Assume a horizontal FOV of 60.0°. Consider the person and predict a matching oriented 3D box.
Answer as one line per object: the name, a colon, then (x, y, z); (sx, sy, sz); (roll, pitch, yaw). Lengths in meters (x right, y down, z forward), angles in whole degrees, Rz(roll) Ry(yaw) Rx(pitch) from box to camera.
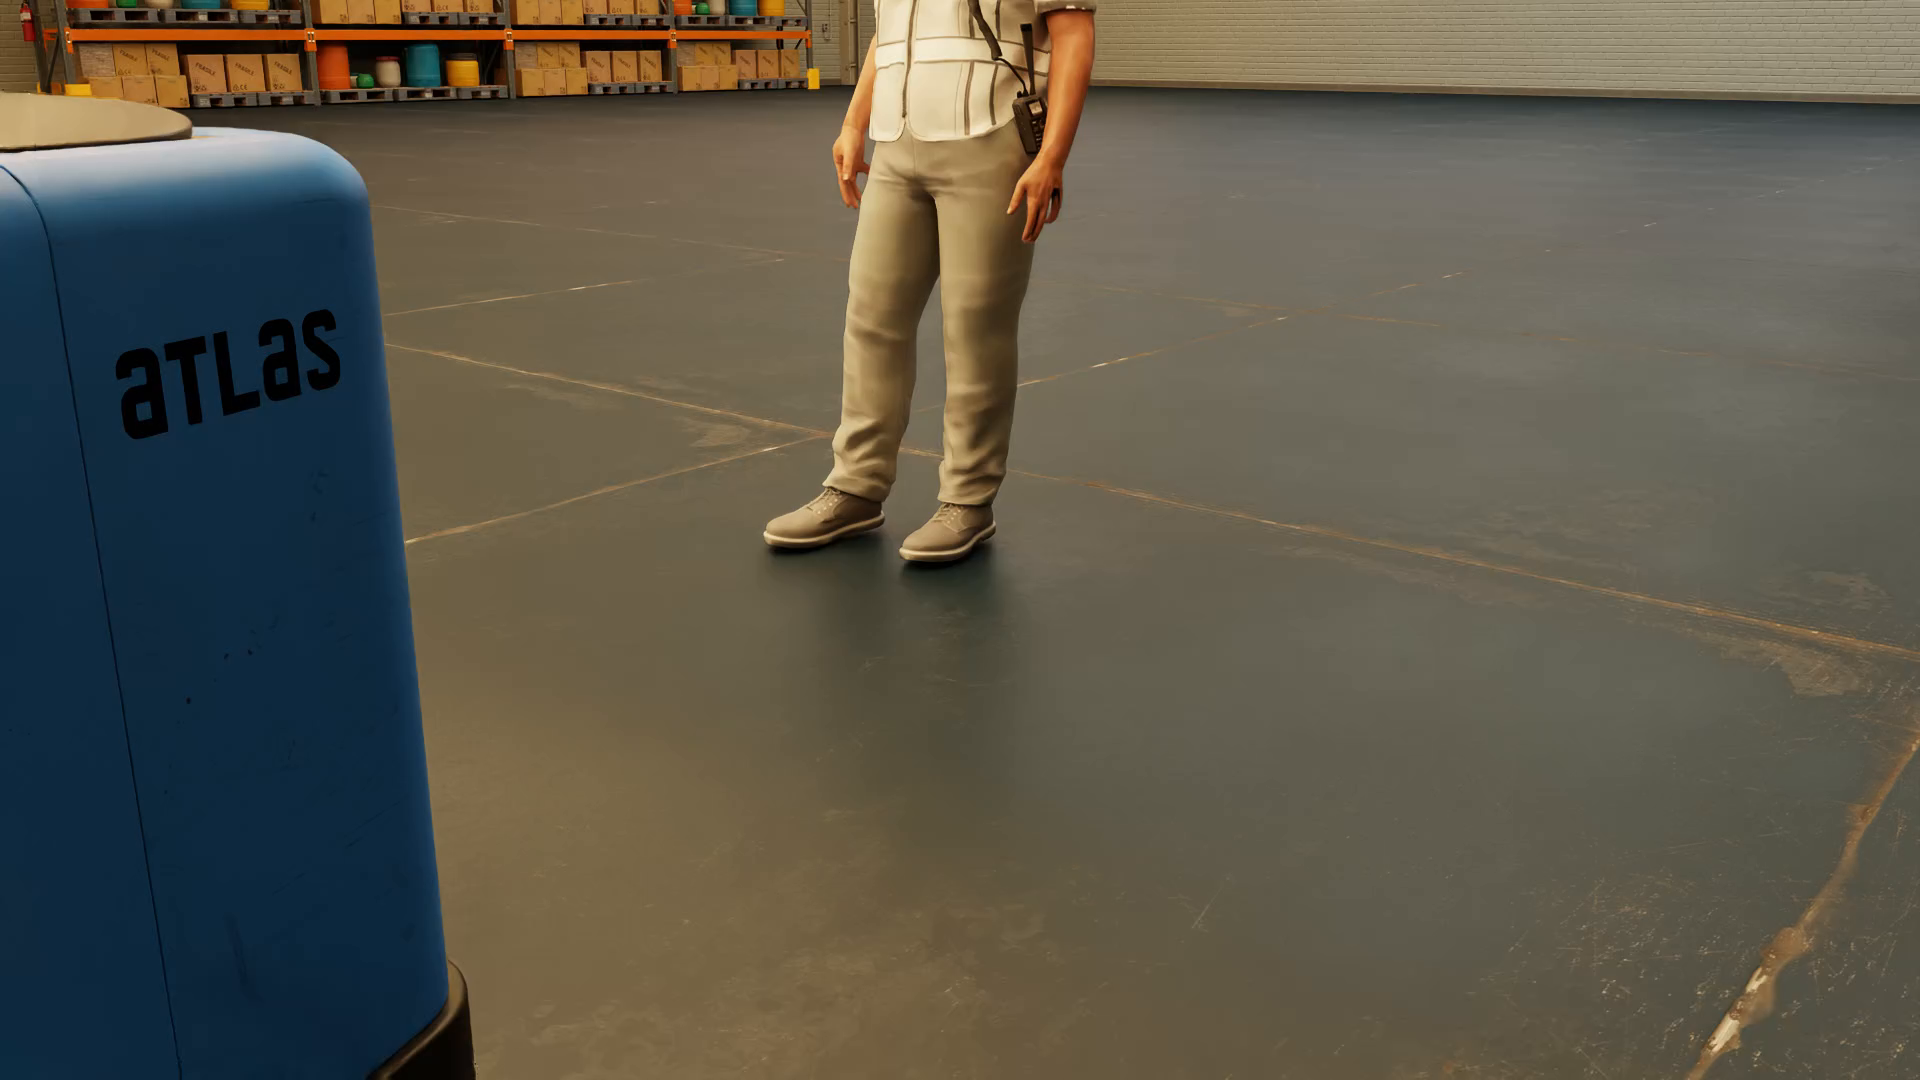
person: (-0.059, -0.845, 3.630); (0.641, 1.780, 0.574); (13, 21, 37)
